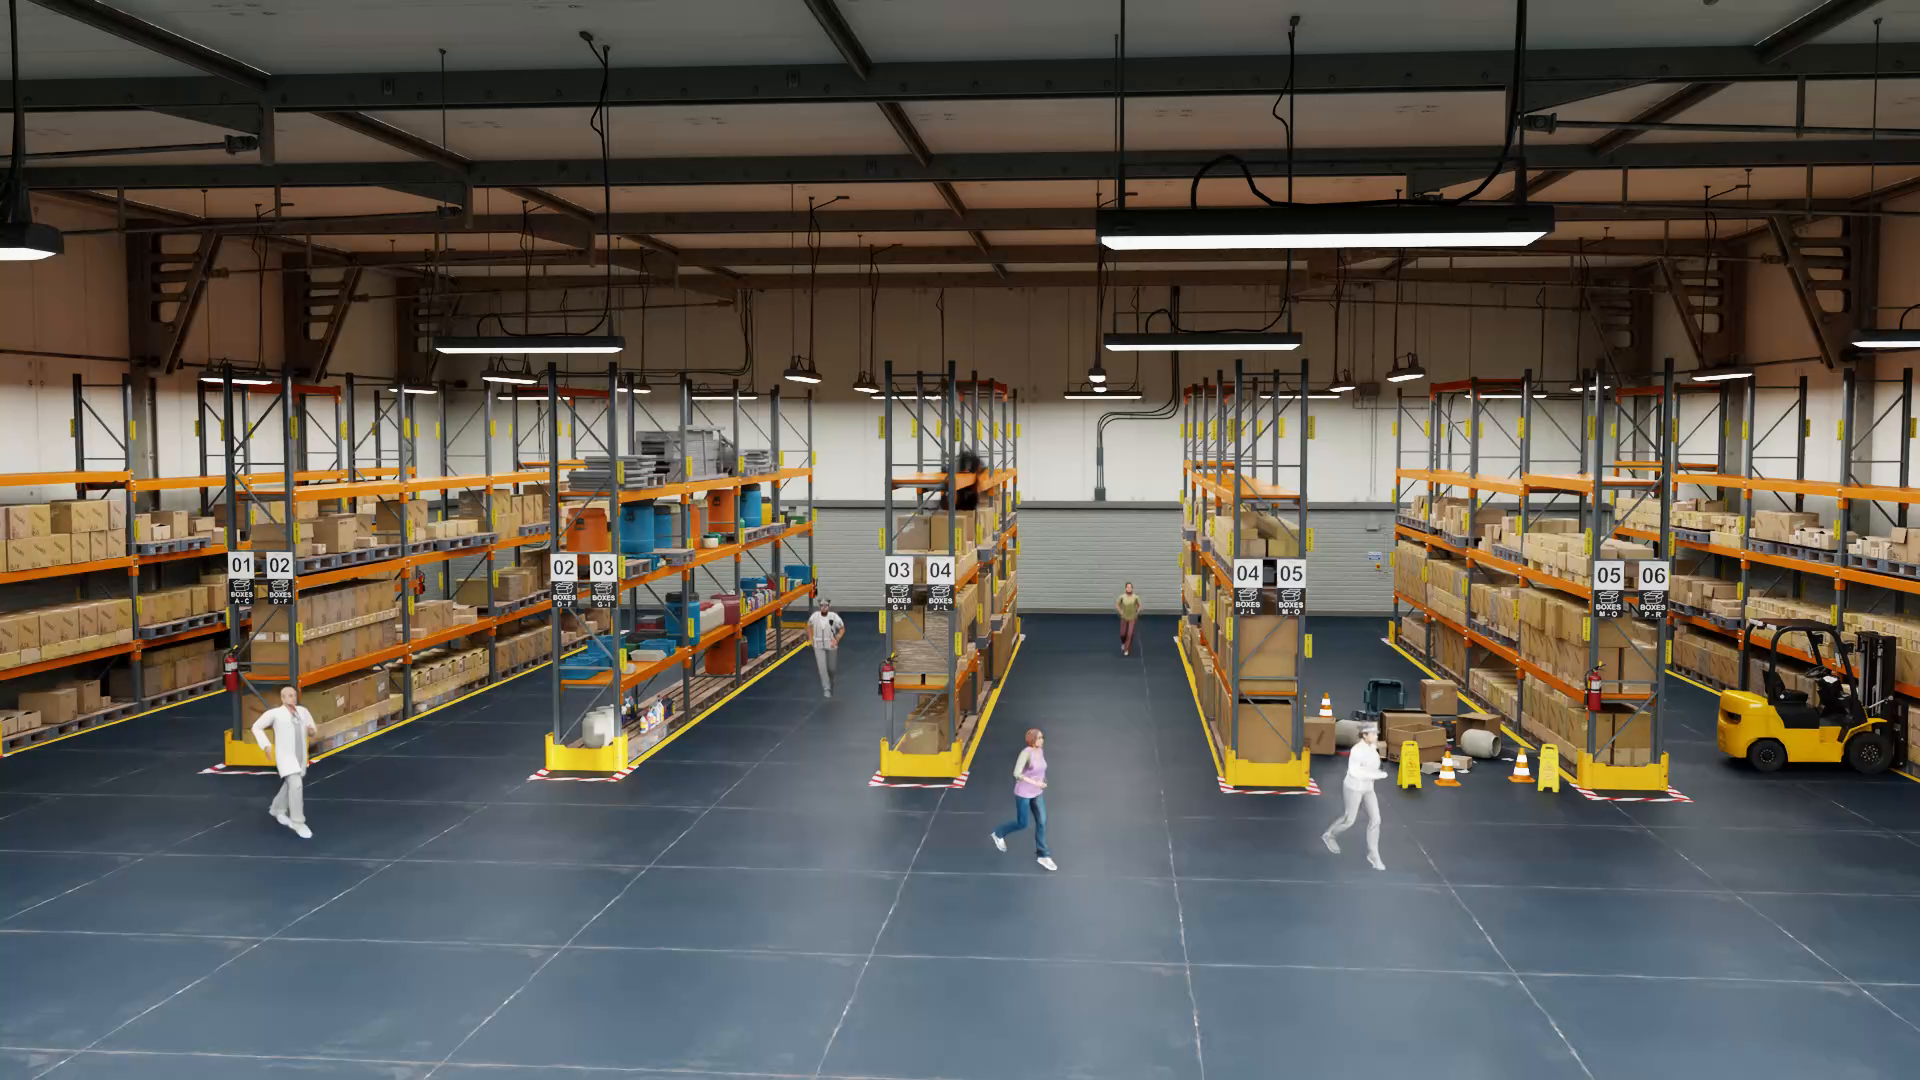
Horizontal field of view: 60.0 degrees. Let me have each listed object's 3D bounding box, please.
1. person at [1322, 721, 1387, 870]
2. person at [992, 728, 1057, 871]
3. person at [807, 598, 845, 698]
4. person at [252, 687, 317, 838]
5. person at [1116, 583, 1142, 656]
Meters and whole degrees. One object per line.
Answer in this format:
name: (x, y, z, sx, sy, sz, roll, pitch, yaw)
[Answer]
person: (4.585, 2.926, 19.251, 0.629, 1.731, 0.893, -3, 5, -42)
person: (0.764, 2.948, 19.176, 0.920, 1.592, 0.560, 3, 5, 37)
person: (-2.404, 1.898, 29.737, 0.688, 1.764, 0.837, 0, 4, 2)
person: (-8.352, 2.741, 20.713, 0.909, 1.836, 0.681, 2, 4, 27)
person: (3.760, 1.755, 37.058, 0.574, 1.625, 0.575, 0, 4, 5)
